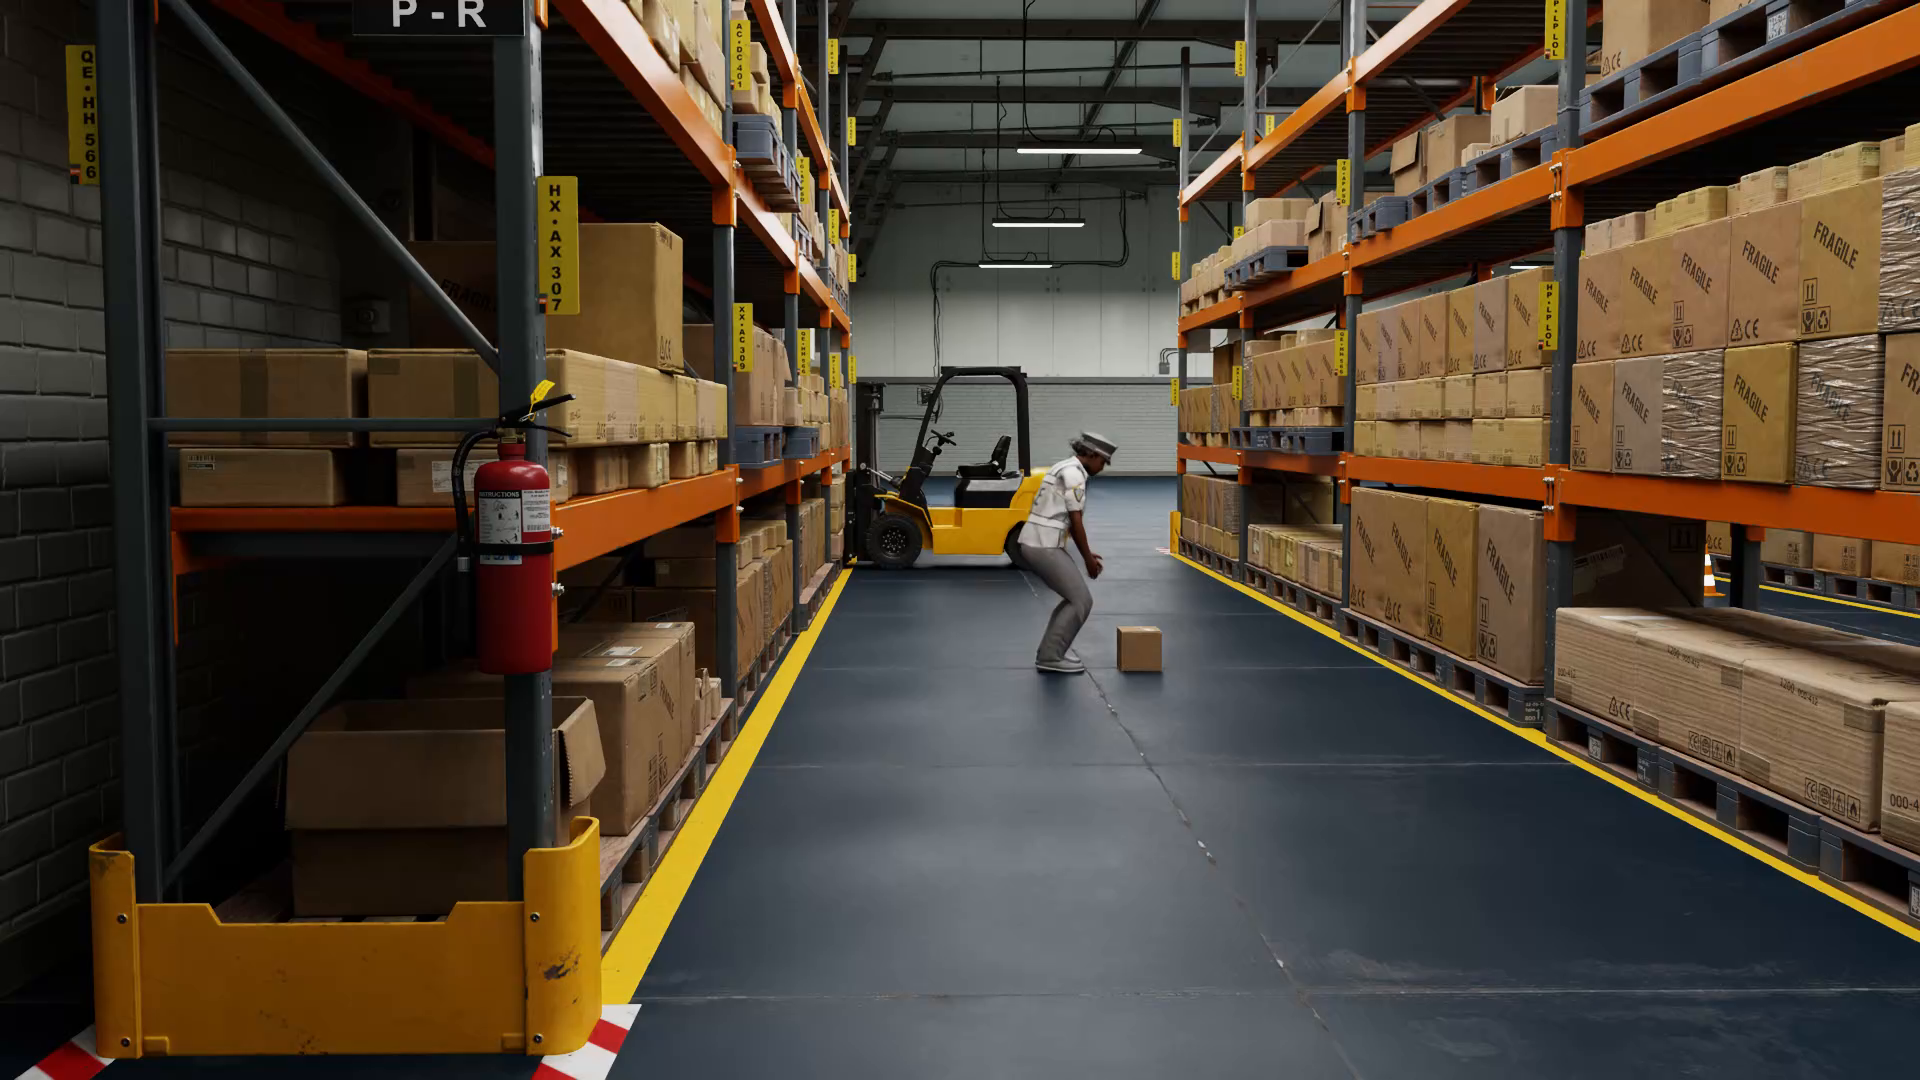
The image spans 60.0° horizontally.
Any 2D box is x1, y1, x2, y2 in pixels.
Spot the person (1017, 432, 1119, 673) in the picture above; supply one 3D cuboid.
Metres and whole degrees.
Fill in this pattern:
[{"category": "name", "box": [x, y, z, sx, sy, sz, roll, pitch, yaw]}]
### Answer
[{"category": "person", "box": [0.671, 0.070, 10.364, 0.628, 1.487, 0.490, 0, 4, 0]}]
